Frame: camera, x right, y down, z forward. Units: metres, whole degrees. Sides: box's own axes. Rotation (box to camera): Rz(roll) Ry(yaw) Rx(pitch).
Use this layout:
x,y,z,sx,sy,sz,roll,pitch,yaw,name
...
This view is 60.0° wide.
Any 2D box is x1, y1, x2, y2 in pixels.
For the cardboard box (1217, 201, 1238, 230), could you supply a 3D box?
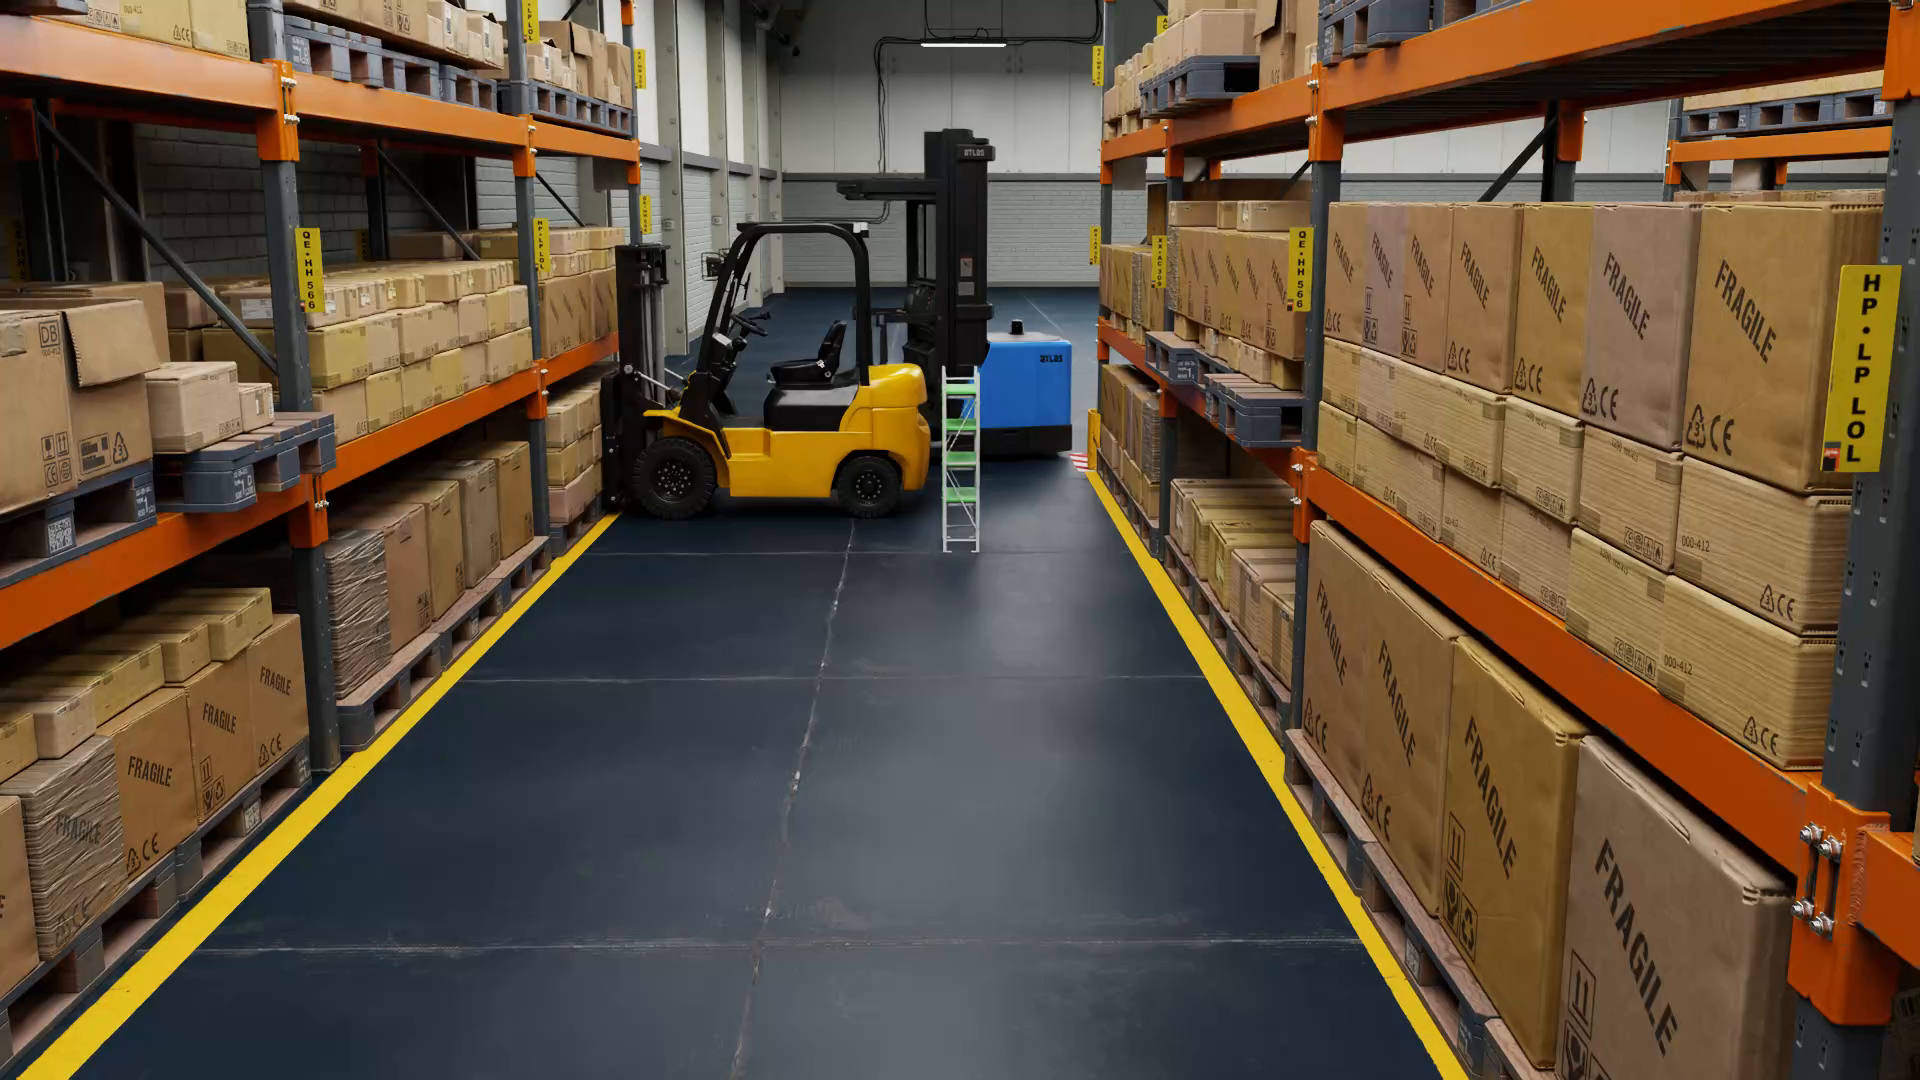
x,y,z,sx,sy,sz,roll,pitch,yaw,name
1.584,-1.742,8.915,0.380,0.149,0.250,0,11,2,cardboard box

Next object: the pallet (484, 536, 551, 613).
x,y,z,sx,sy,sz,roll,pitch,yaw,name
-3.106,0.200,10.043,1.003,0.211,1.213,0,11,-1,pallet

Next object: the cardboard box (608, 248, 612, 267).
x,y,z,sx,sy,sz,roll,pitch,yaw,name
-2.930,-2.203,12.989,0.380,0.149,0.250,-1,11,-3,cardboard box

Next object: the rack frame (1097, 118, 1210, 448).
x,y,z,sx,sy,sz,roll,pitch,yaw,name
1.719,-2.129,14.510,1.000,3.000,0.127,0,11,-1,rack frame

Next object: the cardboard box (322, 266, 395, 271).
x,y,z,sx,sy,sz,roll,pitch,yaw,name
-3.384,-1.455,9.305,0.380,0.149,0.250,0,11,-2,cardboard box

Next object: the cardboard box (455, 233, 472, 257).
x,y,z,sx,sy,sz,roll,pitch,yaw,name
-3.433,-1.938,10.936,0.380,0.149,0.250,-1,11,-3,cardboard box

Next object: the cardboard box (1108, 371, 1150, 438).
x,y,z,sx,sy,sz,roll,pitch,yaw,name
1.476,-1.085,13.336,0.500,0.500,0.500,-1,11,-3,cardboard box

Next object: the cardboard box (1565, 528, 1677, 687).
x,y,z,sx,sy,sz,roll,pitch,yaw,name
1.697,0.140,3.701,0.500,0.250,0.500,0,11,-2,cardboard box

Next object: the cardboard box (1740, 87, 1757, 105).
x,y,z,sx,sy,sz,roll,pitch,yaw,name
6.374,-3.501,13.053,0.380,0.149,0.250,0,11,-1,cardboard box

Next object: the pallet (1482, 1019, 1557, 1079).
x,y,z,sx,sy,sz,roll,pitch,yaw,name
1.876,1.470,3.784,1.003,0.211,1.213,0,11,-1,pallet

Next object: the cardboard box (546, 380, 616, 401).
x,y,z,sx,sy,sz,roll,pitch,yaw,name
-2.882,-1.064,12.602,0.500,0.250,0.500,0,11,-2,cardboard box

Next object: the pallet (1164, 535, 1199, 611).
x,y,z,sx,sy,sz,roll,pitch,yaw,name
1.820,0.187,10.106,1.003,0.211,1.213,0,11,-1,pallet

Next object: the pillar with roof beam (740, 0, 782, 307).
x,y,z,sx,sy,sz,roll,pitch,yaw,name
-0.322,-9.695,36.712,9.100,9.000,0.548,0,11,-1,pillar with roof beam

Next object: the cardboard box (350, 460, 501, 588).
x,y,z,sx,sy,sz,roll,pitch,yaw,name
-3.130,-0.097,9.410,0.875,0.625,0.625,0,11,-2,cardboard box

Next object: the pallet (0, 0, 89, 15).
x,y,z,sx,sy,sz,roll,pitch,yaw,name
-2.963,-1.437,4.025,1.213,0.211,1.003,0,11,-1,pallet

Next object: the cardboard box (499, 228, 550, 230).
x,y,z,sx,sy,sz,roll,pitch,yaw,name
-3.468,-2.399,13.211,0.380,0.149,0.250,0,11,-1,cardboard box

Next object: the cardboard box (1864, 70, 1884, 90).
x,y,z,sx,sy,sz,roll,pitch,yaw,name
6.409,-3.149,11.316,0.380,0.149,0.250,0,11,0,cardboard box

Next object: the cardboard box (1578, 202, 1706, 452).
x,y,z,sx,sy,sz,roll,pitch,yaw,name
1.689,-0.474,3.583,0.500,0.500,0.500,0,11,0,cardboard box

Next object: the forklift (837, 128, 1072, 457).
x,y,z,sx,sy,sz,roll,pitch,yaw,name
-0.548,-2.202,15.042,3.031,2.935,1.130,-3,12,-15,forklift

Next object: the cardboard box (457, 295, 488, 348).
x,y,z,sx,sy,sz,roll,pitch,yaw,name
-2.872,-1.184,8.971,0.500,0.250,0.500,0,11,0,cardboard box

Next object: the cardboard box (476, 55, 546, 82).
x,y,z,sx,sy,sz,roll,pitch,yaw,name
-2.866,-3.005,10.608,0.380,0.149,0.250,0,11,0,cardboard box

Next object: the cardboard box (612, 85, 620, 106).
x,y,z,sx,sy,sz,roll,pitch,yaw,name
-2.922,-3.546,13.276,0.380,0.149,0.250,-1,11,-3,cardboard box

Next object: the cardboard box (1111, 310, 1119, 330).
x,y,z,sx,sy,sz,roll,pitch,yaw,name
1.423,-1.784,13.440,0.380,0.149,0.250,0,11,0,cardboard box

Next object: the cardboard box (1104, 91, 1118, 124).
x,y,z,sx,sy,sz,roll,pitch,yaw,name
1.463,-3.571,13.699,0.500,0.250,0.500,0,11,-2,cardboard box

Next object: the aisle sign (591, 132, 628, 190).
x,y,z,sx,sy,sz,roll,pitch,yaw,name
-2.951,-3.396,14.218,0.394,0.787,0.004,0,11,-1,aisle sign

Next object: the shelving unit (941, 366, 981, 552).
x,y,z,sx,sy,sz,roll,pitch,yaw,name
0.003,-0.555,11.278,0.258,1.200,0.503,0,11,-1,shelving unit

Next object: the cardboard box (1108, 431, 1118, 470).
x,y,z,sx,sy,sz,roll,pitch,yaw,name
1.463,-0.725,13.446,0.500,0.250,0.500,0,11,1,cardboard box

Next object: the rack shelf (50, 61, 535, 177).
x,y,z,sx,sy,sz,roll,pitch,yaw,name
-3.119,-2.033,8.301,1.077,0.370,4.000,0,11,-1,rack shelf

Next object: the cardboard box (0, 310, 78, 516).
x,y,z,sx,sy,sz,roll,pitch,yaw,name
-2.809,-0.334,4.352,0.700,0.500,0.500,0,11,-1,cardboard box

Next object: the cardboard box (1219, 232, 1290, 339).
x,y,z,sx,sy,sz,roll,pitch,yaw,name
1.564,-1.232,8.031,0.500,0.500,0.500,-1,12,-5,cardboard box

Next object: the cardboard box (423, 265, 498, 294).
x,y,z,sx,sy,sz,roll,pitch,yaw,name
-2.818,-1.461,9.334,0.380,0.149,0.250,-1,11,-3,cardboard box

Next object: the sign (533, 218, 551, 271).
x,y,z,sx,sy,sz,roll,pitch,yaw,name
-2.618,-1.846,10.400,0.100,0.325,0.005,0,11,-1,sign

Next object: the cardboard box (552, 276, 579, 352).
x,y,z,sx,sy,sz,roll,pitch,yaw,name
-2.936,-1.555,11.427,0.500,0.500,0.500,0,11,0,cardboard box

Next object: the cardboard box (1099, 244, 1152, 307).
x,y,z,sx,sy,sz,roll,pitch,yaw,name
1.452,-2.229,14.001,0.500,0.500,0.500,0,11,-2,cardboard box

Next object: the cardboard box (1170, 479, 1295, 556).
x,y,z,sx,sy,sz,roll,pitch,yaw,name
1.815,-0.148,10.297,0.950,0.372,0.625,0,11,0,cardboard box

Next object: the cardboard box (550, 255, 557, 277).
x,y,z,sx,sy,sz,roll,pitch,yaw,name
-2.944,-1.848,11.239,0.380,0.149,0.250,0,11,-1,cardboard box

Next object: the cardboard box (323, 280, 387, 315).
x,y,z,sx,sy,sz,roll,pitch,yaw,name
-2.846,-1.105,7.580,0.380,0.149,0.250,0,11,-1,cardboard box

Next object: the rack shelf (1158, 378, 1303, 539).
x,y,z,sx,sy,sz,roll,pitch,yaw,name
1.843,-0.584,8.703,1.077,0.370,4.000,0,11,-1,rack shelf

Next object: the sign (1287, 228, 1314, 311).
x,y,z,sx,sy,sz,roll,pitch,yaw,name
1.342,-1.064,6.544,0.100,0.325,0.005,0,11,-1,sign

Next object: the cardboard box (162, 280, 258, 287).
x,y,z,sx,sy,sz,roll,pitch,yaw,name
-3.423,-1.100,7.556,0.380,0.149,0.250,0,11,-2,cardboard box

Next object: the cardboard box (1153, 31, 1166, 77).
x,y,z,sx,sy,sz,roll,pitch,yaw,name
1.413,-2.819,9.685,0.500,0.250,0.500,-1,11,-3,cardboard box

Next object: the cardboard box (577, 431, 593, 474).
x,y,z,sx,sy,sz,roll,pitch,yaw,name
-2.874,-0.614,11.643,0.500,0.250,0.500,0,11,-1,cardboard box

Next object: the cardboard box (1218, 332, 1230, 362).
x,y,z,sx,sy,sz,roll,pitch,yaw,name
1.531,-0.994,8.488,0.380,0.149,0.250,-1,11,-3,cardboard box

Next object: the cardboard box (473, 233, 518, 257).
x,y,z,sx,sy,sz,roll,pitch,yaw,name
-2.984,-1.942,10.955,0.380,0.149,0.250,0,11,0,cardboard box

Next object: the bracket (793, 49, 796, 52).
x,y,z,sx,sy,sz,roll,pitch,yaw,name
-4.440,-13.071,44.303,0.076,0.066,3.189,0,11,-1,bracket

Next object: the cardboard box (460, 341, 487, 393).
x,y,z,sx,sy,sz,roll,pitch,yaw,name
-2.893,-0.942,9.034,0.500,0.250,0.500,0,11,-1,cardboard box

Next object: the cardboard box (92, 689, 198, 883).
x,y,z,sx,sy,sz,roll,pitch,yaw,name
-2.841,0.788,5.361,0.500,0.500,0.500,0,11,1,cardboard box

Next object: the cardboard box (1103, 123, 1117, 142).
x,y,z,sx,sy,sz,roll,pitch,yaw,name
1.402,-3.409,13.906,0.380,0.149,0.250,0,11,-1,cardboard box

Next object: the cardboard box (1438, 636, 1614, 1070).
x,y,z,sx,sy,sz,roll,pitch,yaw,name
1.848,0.789,4.413,0.875,0.875,0.875,0,11,0,cardboard box

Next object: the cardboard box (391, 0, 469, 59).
x,y,z,sx,sy,sz,roll,pitch,yaw,name
-2.886,-2.699,8.689,0.500,0.311,0.500,-1,11,-3,cardboard box

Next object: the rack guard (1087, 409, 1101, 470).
x,y,z,sx,sy,sz,roll,pitch,yaw,name
1.721,-0.889,14.684,1.175,0.500,0.348,0,11,-1,rack guard

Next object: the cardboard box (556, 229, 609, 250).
x,y,z,sx,sy,sz,roll,pitch,yaw,name
-2.898,-2.297,12.707,0.380,0.149,0.250,0,11,0,cardboard box

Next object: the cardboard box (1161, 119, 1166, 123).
x,y,z,sx,sy,sz,roll,pitch,yaw,name
1.490,-2.743,10.621,0.380,0.149,0.250,0,11,-1,cardboard box

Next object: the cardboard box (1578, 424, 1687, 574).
x,y,z,sx,sy,sz,roll,pitch,yaw,name
1.697,-0.101,3.634,0.500,0.250,0.500,0,11,0,cardboard box

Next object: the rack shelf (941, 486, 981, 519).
x,y,z,sx,sy,sz,roll,pitch,yaw,name
0.003,-0.257,11.338,0.258,0.148,0.480,0,11,-1,rack shelf

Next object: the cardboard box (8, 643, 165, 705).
x,y,z,sx,sy,sz,roll,pitch,yaw,name
-2.856,0.440,5.446,0.380,0.149,0.250,0,11,1,cardboard box

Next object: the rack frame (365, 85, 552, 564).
x,y,z,sx,sy,sz,roll,pitch,yaw,name
-3.161,-1.313,10.487,1.000,3.000,0.127,0,11,-1,rack frame

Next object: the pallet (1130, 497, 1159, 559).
x,y,z,sx,sy,sz,roll,pitch,yaw,name
1.753,-0.101,11.526,1.003,0.211,1.213,0,11,-1,pallet
